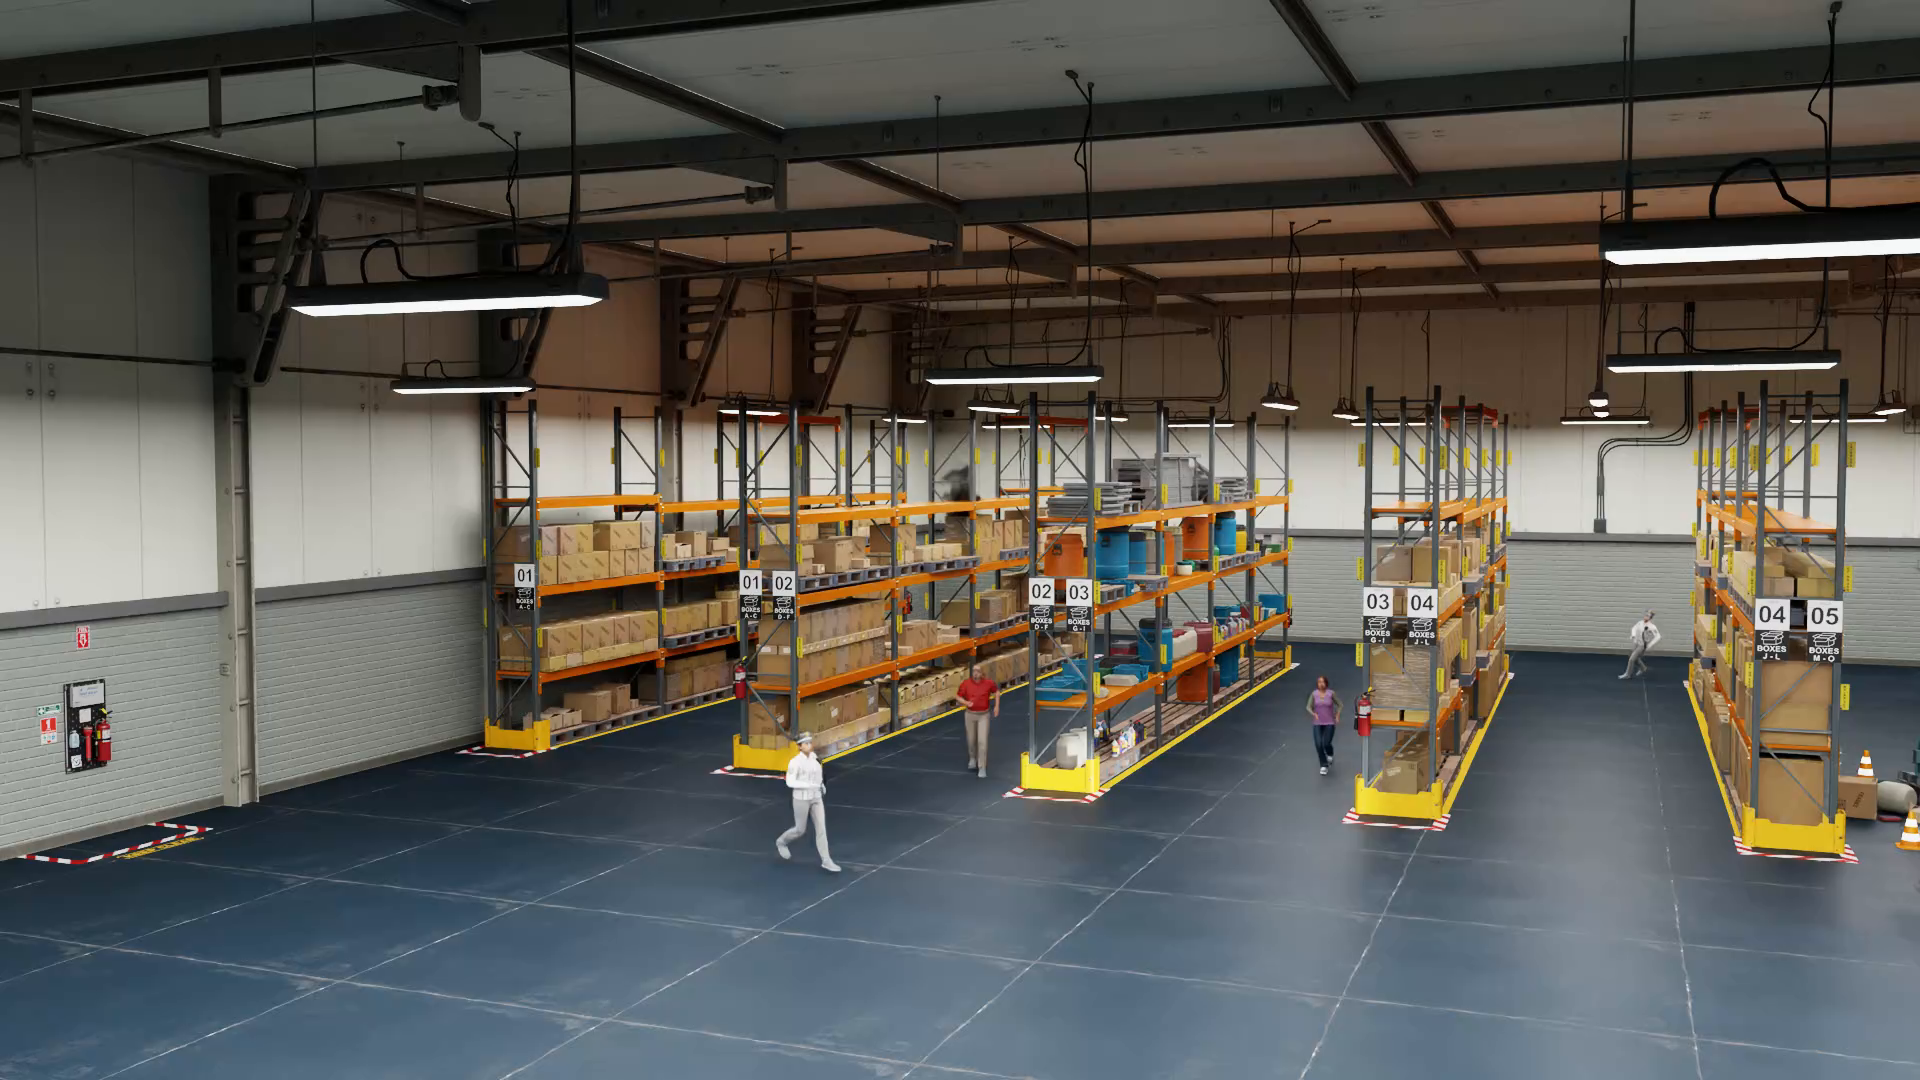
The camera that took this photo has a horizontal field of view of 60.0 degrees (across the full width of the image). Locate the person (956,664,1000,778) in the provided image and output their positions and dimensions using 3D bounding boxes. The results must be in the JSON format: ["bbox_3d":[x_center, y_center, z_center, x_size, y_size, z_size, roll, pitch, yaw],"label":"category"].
[{"bbox_3d":[0.281,2.845,26.369,0.683,1.789,0.822,0,3,5],"label":"person"}]

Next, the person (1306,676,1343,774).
[{"bbox_3d":[5.752,2.927,26.327,0.555,1.554,0.563,1,3,21],"label":"person"}]

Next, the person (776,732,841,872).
[{"bbox_3d":[-1.832,3.143,20.180,1.022,1.651,0.626,3,4,44],"label":"person"}]

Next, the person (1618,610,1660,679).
[{"bbox_3d":[15.357,2.353,37.457,0.783,1.593,0.794,-1,3,-20],"label":"person"}]
